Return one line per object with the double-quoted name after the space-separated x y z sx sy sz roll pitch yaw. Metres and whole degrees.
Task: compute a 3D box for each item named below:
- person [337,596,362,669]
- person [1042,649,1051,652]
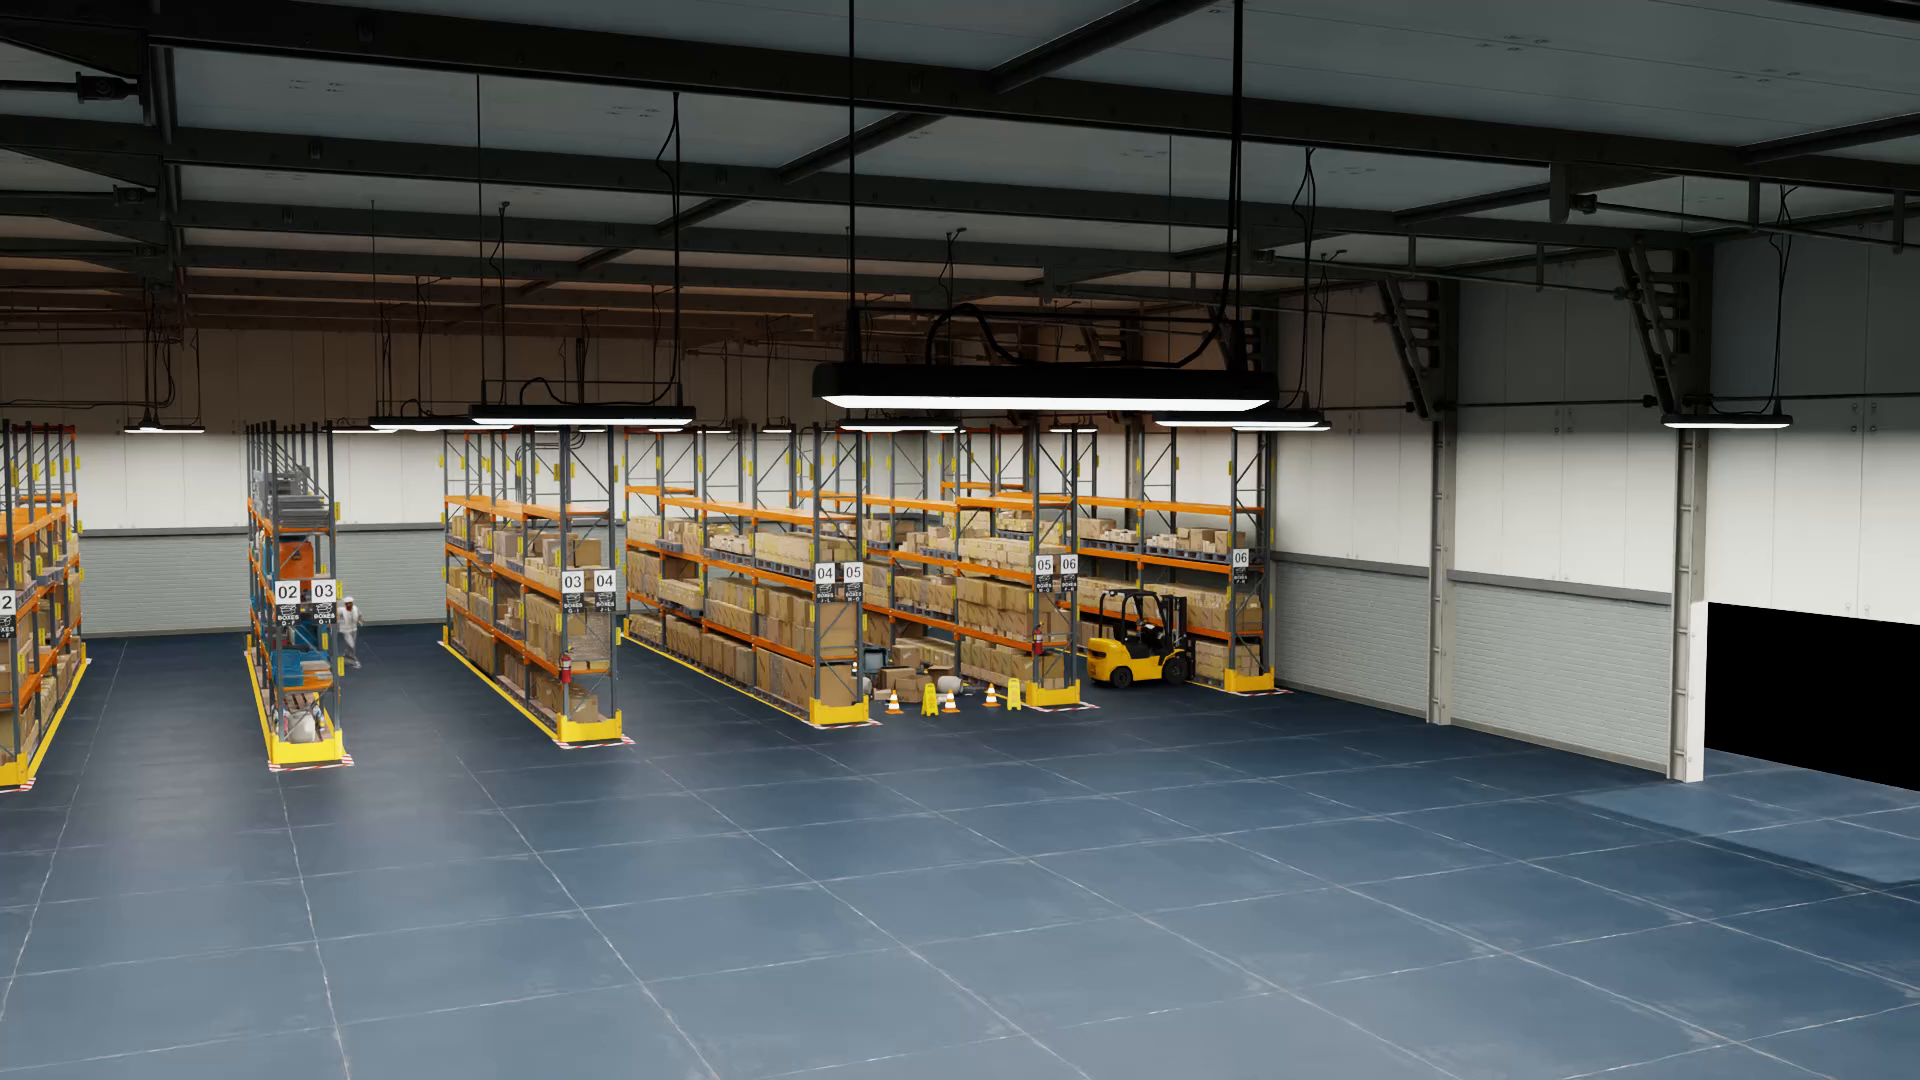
-15.159 2.277 41.155 0.848 1.786 0.768 3 4 38 "person"
2.117 2.358 41.145 0.376 1.597 0.440 3 5 41 "person"
